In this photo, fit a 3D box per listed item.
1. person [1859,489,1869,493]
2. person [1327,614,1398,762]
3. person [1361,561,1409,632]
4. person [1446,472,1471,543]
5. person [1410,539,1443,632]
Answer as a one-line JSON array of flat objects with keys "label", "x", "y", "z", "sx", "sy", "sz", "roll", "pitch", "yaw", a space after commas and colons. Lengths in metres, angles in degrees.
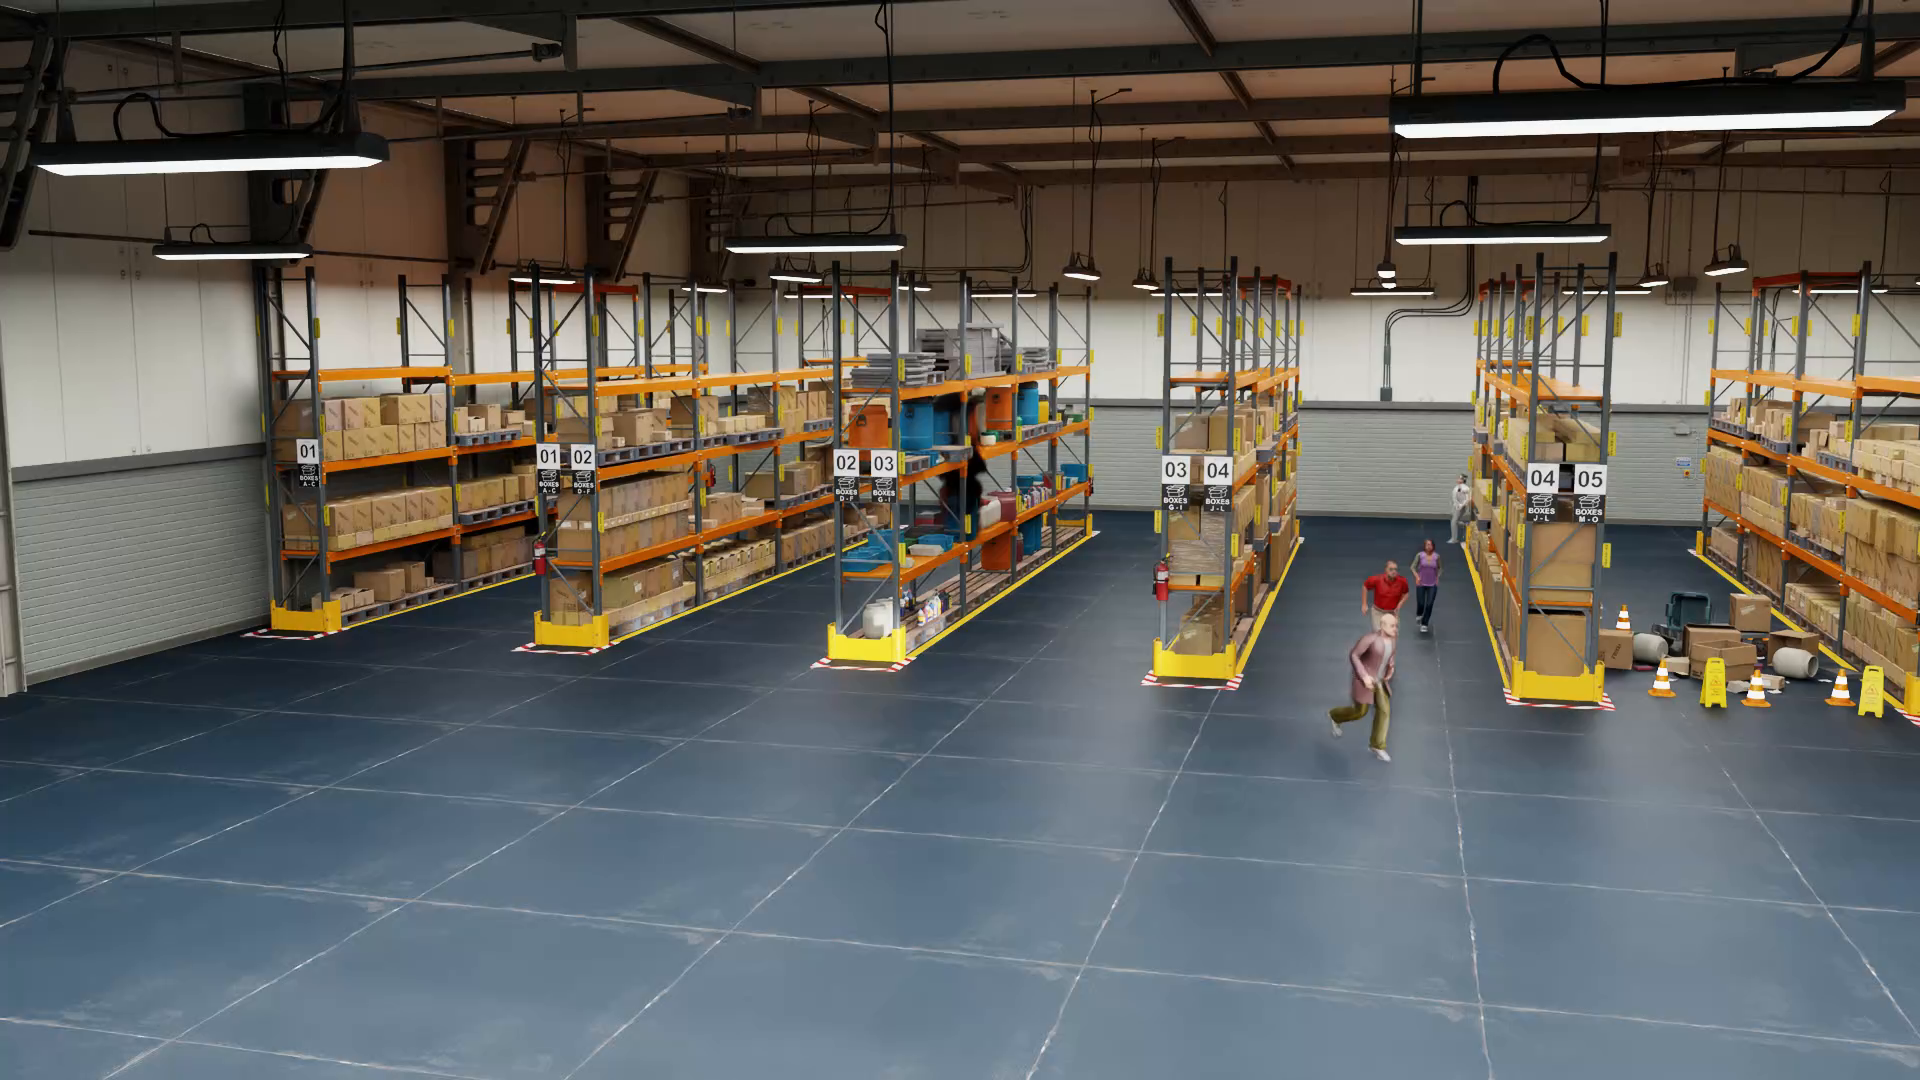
[{"label": "person", "x": 18.518, "y": -0.194, "z": 34.251, "sx": 0.688, "sy": 1.714, "sz": 0.639, "roll": 0, "pitch": 7, "yaw": -2}, {"label": "person", "x": 4.781, "y": 1.686, "z": 19.713, "sx": 0.730, "sy": 1.737, "sz": 1.029, "roll": -6, "pitch": 9, "yaw": -38}, {"label": "person", "x": 6.250, "y": 1.108, "z": 24.473, "sx": 0.655, "sy": 1.661, "sz": 0.763, "roll": -1, "pitch": 7, "yaw": -6}, {"label": "person", "x": 11.799, "y": -0.742, "z": 39.032, "sx": 0.700, "sy": 1.707, "sz": 0.664, "roll": -2, "pitch": 7, "yaw": -13}, {"label": "person", "x": 7.717, "y": 0.750, "z": 27.491, "sx": 0.516, "sy": 1.554, "sz": 0.529, "roll": 1, "pitch": 7, "yaw": 10}]
